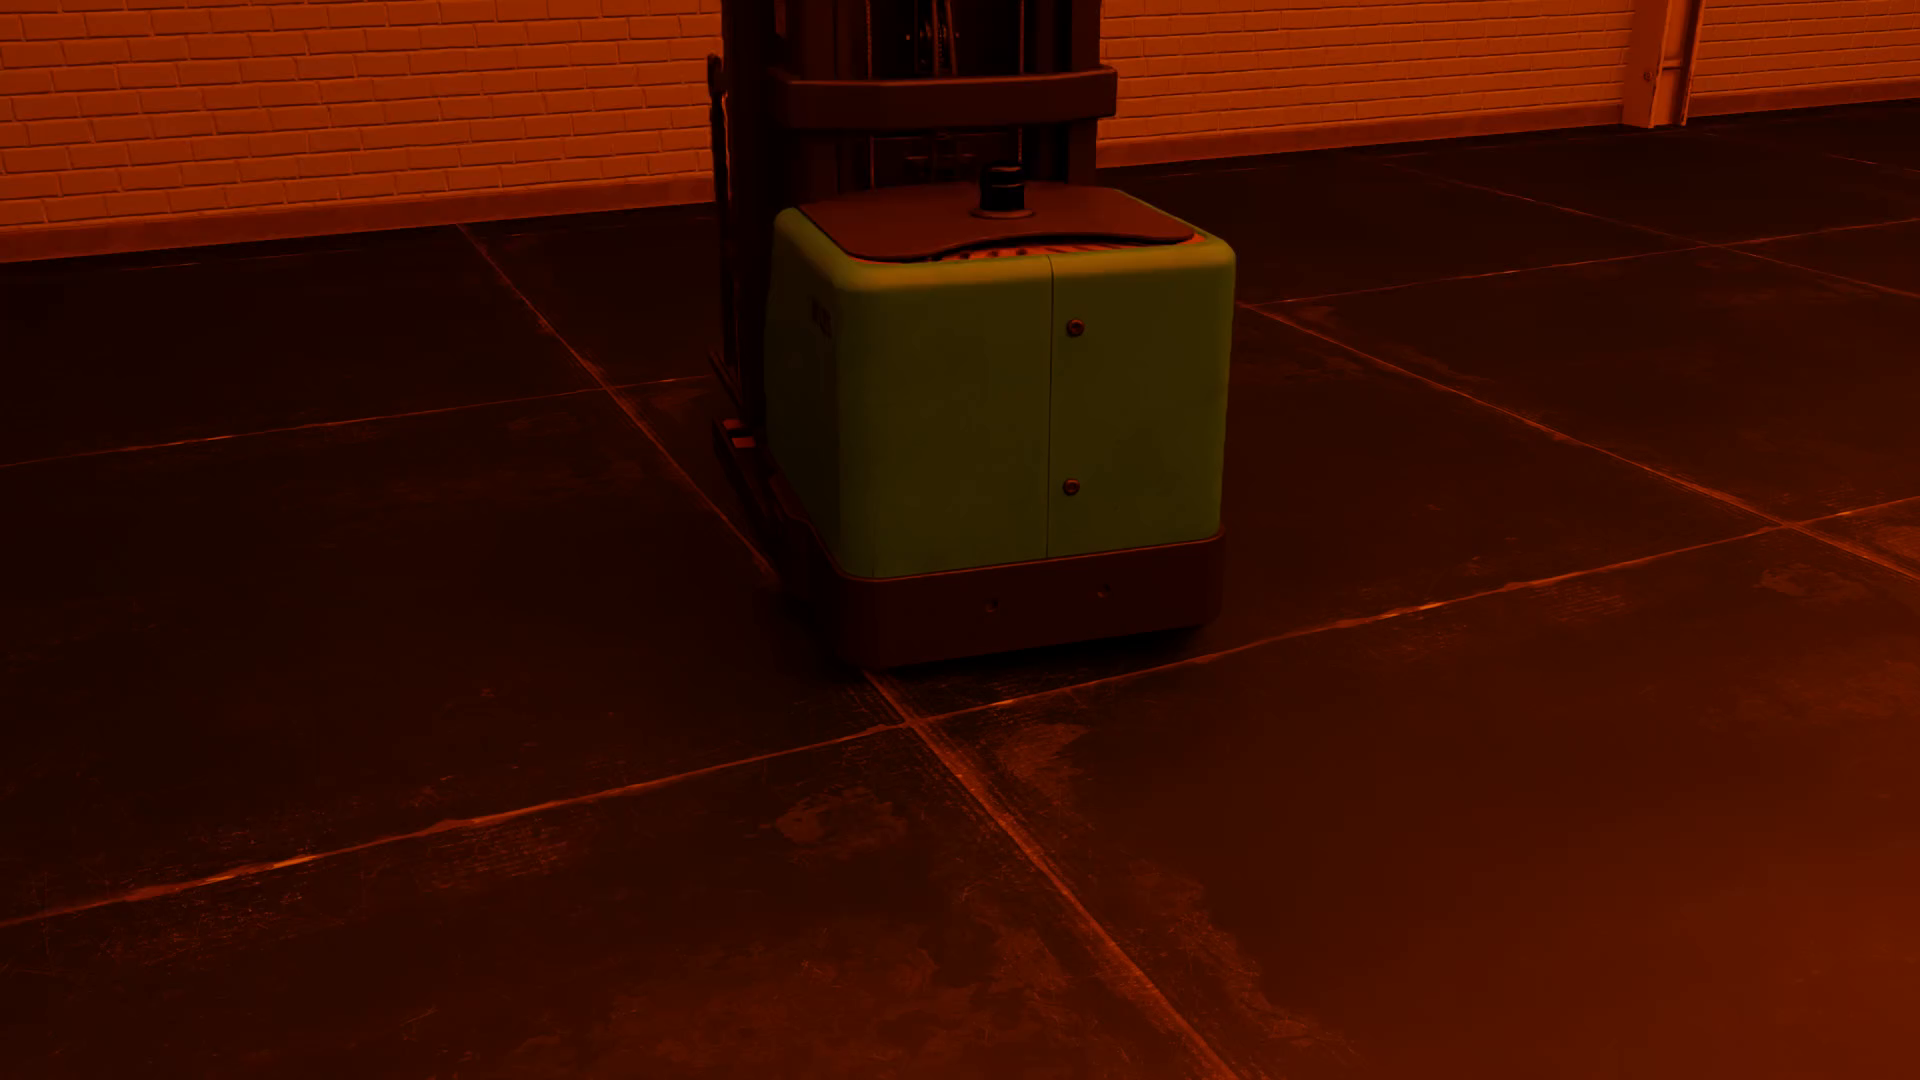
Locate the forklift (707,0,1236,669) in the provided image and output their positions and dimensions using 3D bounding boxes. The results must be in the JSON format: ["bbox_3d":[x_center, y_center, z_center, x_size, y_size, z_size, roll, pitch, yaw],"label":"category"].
[{"bbox_3d":[-0.220,-1.570,5.065,1.130,2.935,3.031,-7,23,-16],"label":"forklift"}]
